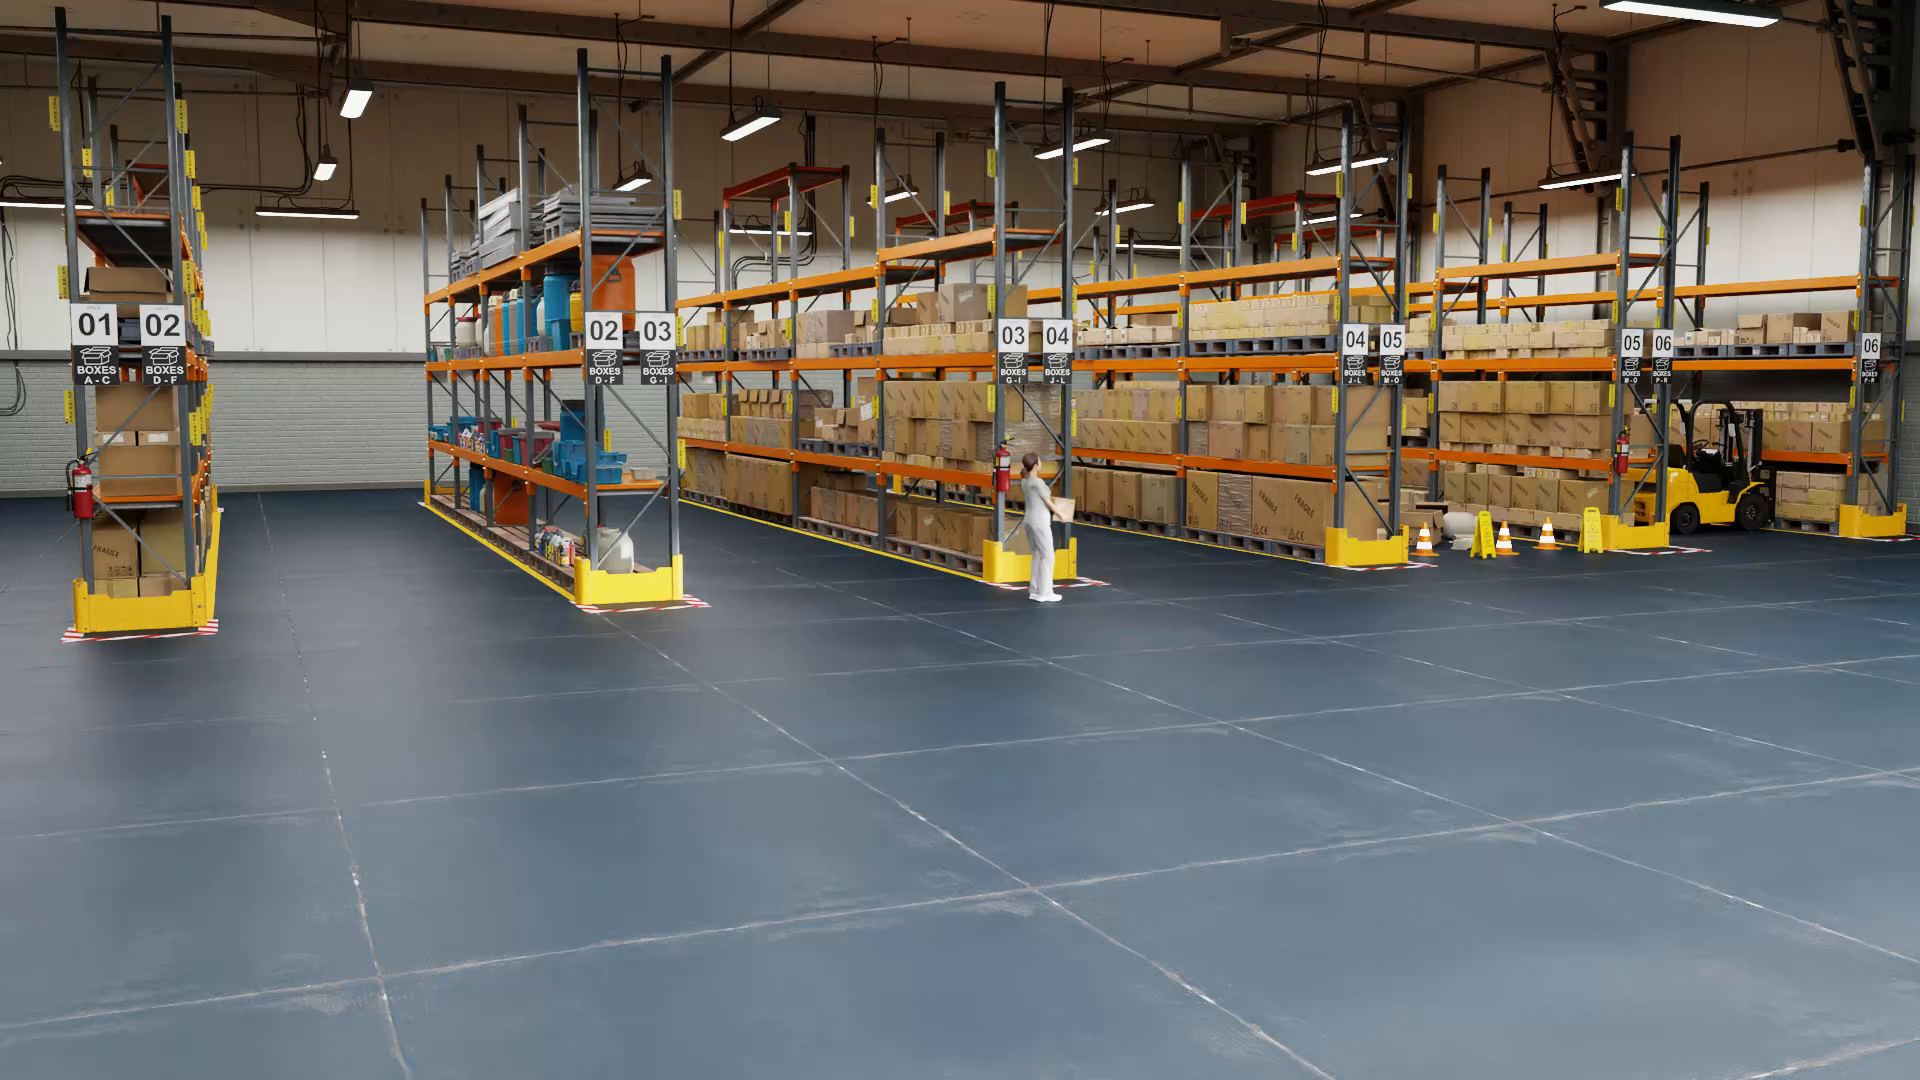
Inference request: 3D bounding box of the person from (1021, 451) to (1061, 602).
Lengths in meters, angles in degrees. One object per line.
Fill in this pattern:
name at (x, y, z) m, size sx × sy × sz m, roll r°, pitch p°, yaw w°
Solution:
person at (0.904, -0.040, 18.632) m, size 0.416 × 1.435 × 0.506 m, roll -3°, pitch 6°, yaw -27°
